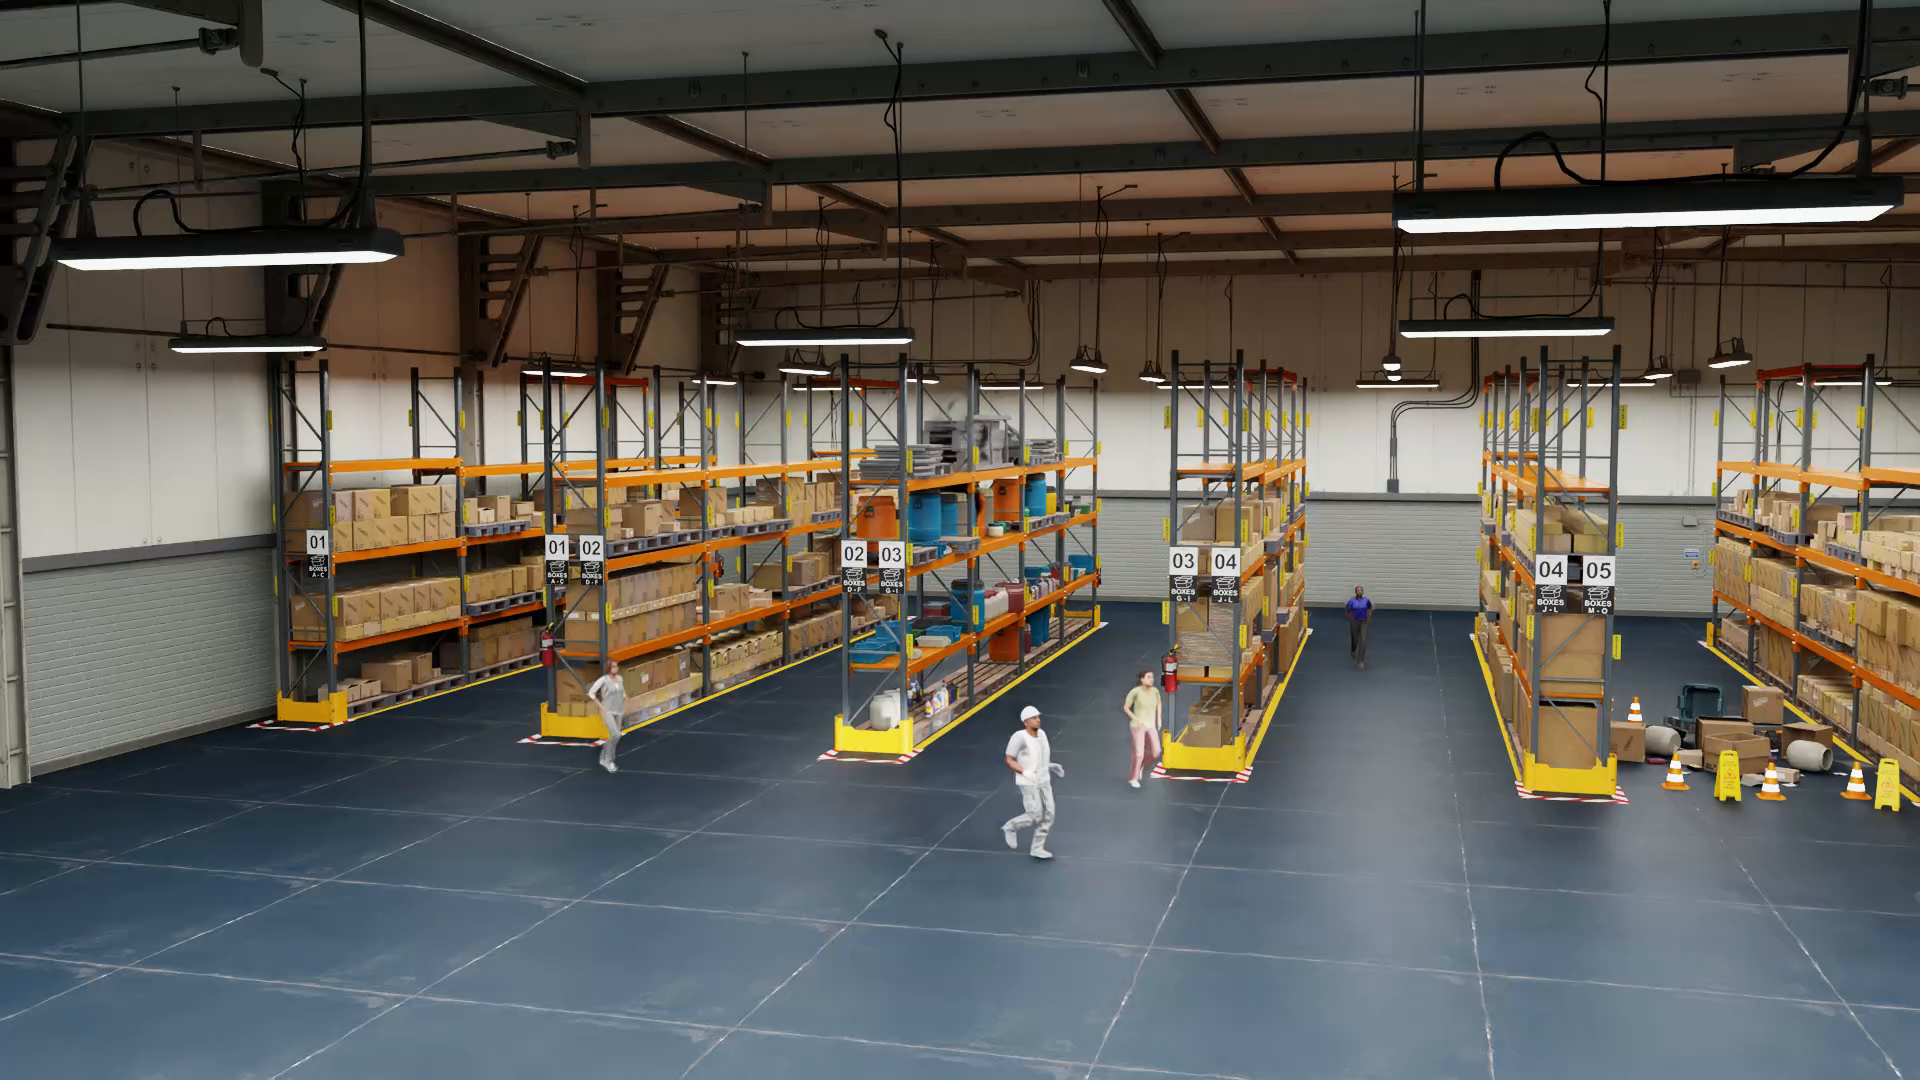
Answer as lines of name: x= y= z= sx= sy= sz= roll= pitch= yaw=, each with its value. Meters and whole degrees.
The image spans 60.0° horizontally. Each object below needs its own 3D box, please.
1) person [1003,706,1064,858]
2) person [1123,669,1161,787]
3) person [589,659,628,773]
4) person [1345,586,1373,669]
person: x=0.823 y=2.766 z=19.055 sx=0.597 sy=1.733 sz=0.682 roll=4 pitch=5 yaw=41
person: x=2.539 y=2.561 z=22.746 sx=0.620 sy=1.621 sz=0.528 roll=-2 pitch=4 yaw=-22
person: x=-4.962 y=2.518 z=23.709 sx=0.604 sy=1.632 sz=0.520 roll=3 pitch=5 yaw=38
person: x=8.141 y=1.759 z=33.935 sx=0.579 sy=1.650 sz=0.859 roll=0 pitch=4 yaw=7
